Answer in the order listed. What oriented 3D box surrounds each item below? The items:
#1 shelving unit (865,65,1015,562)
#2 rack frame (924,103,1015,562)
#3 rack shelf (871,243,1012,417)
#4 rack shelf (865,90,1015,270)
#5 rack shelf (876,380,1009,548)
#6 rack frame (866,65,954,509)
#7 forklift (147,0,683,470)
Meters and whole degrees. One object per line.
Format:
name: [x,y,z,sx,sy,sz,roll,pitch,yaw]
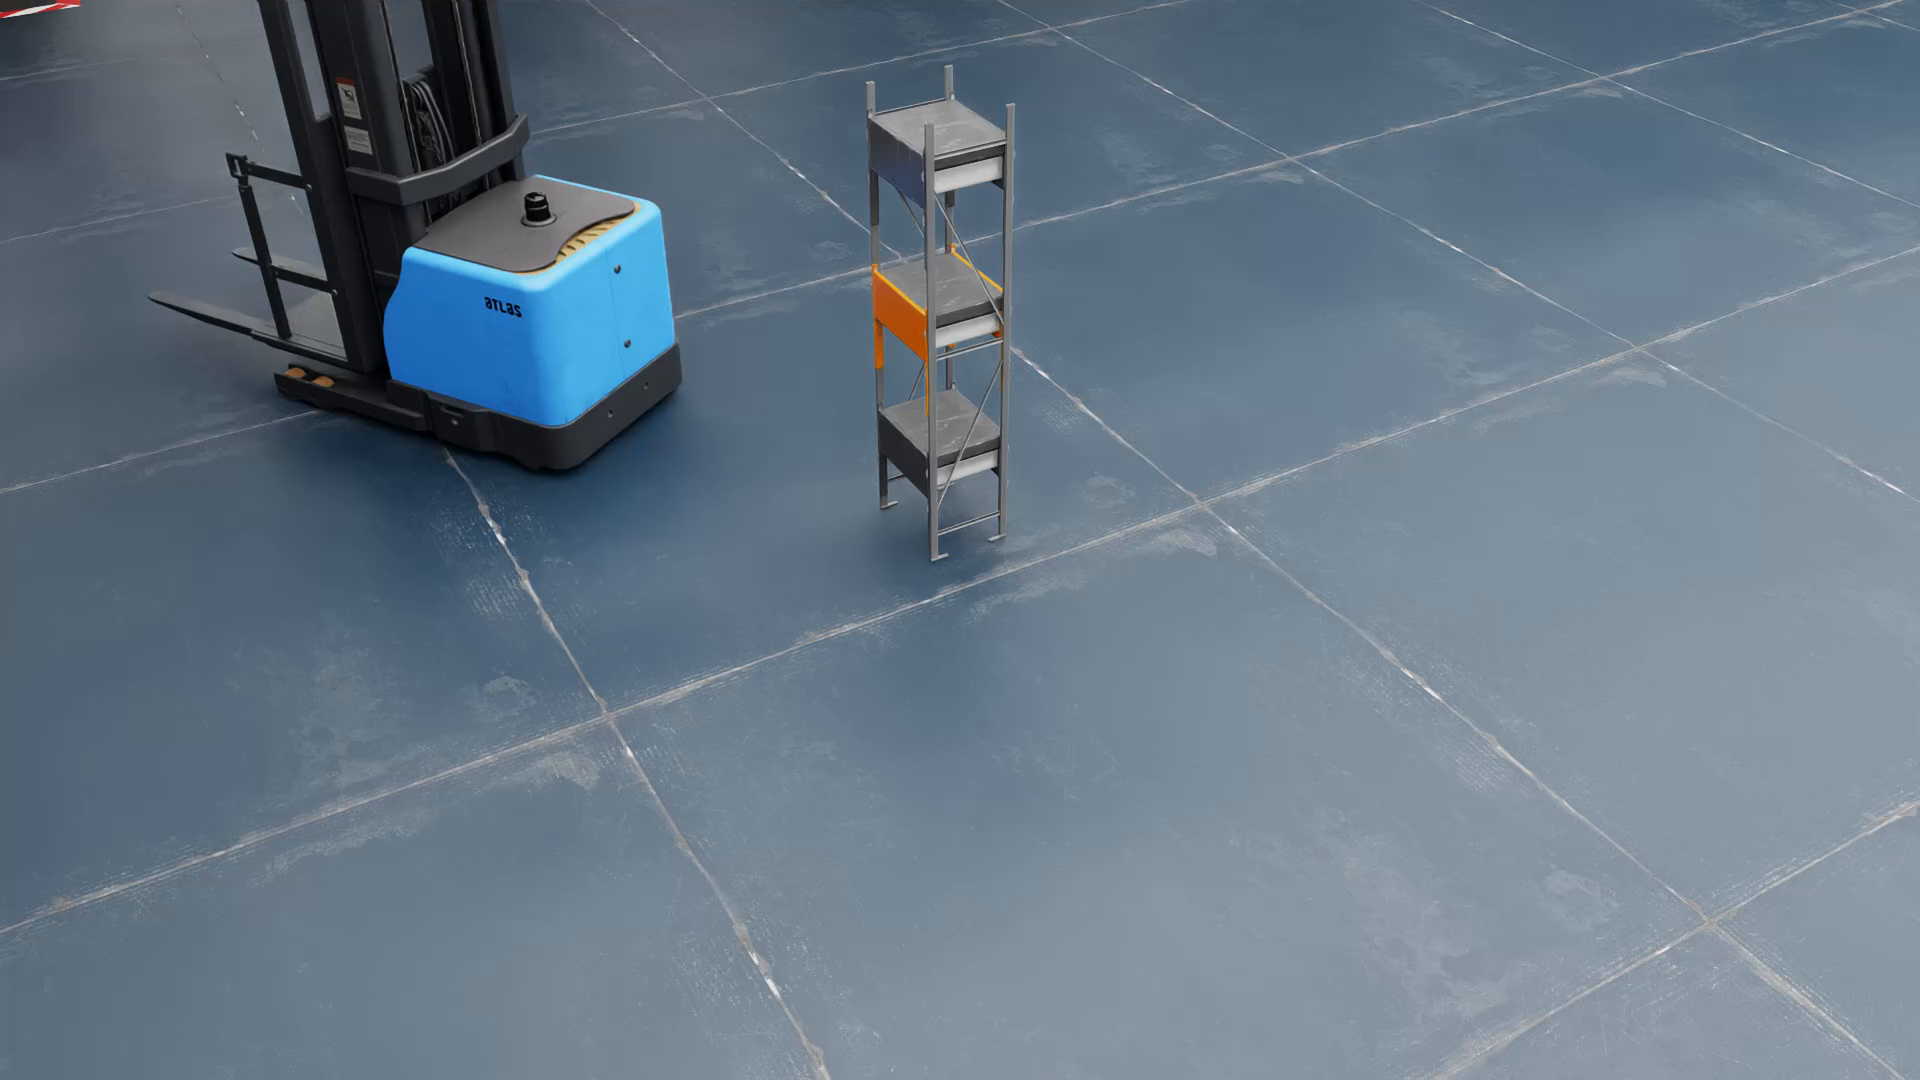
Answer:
shelving unit: [-0.083,-0.932,7.246,0.431,2.100,0.503,-19,40,-24]
rack frame: [0.039,-0.808,7.076,0.400,2.100,0.015,-19,40,-24]
rack shelf: [-0.083,-0.921,7.254,0.431,0.518,0.480,-19,40,-24]
rack shelf: [-0.083,-1.487,6.841,0.431,0.518,0.480,-19,40,-24]
rack shelf: [-0.083,-0.356,7.667,0.431,0.518,0.480,-19,40,-24]
rack frame: [-0.206,-1.057,7.417,0.400,2.100,0.015,-19,40,-24]
forklift: [-3.015,-2.128,8.178,3.031,2.935,1.130,17,39,22]
